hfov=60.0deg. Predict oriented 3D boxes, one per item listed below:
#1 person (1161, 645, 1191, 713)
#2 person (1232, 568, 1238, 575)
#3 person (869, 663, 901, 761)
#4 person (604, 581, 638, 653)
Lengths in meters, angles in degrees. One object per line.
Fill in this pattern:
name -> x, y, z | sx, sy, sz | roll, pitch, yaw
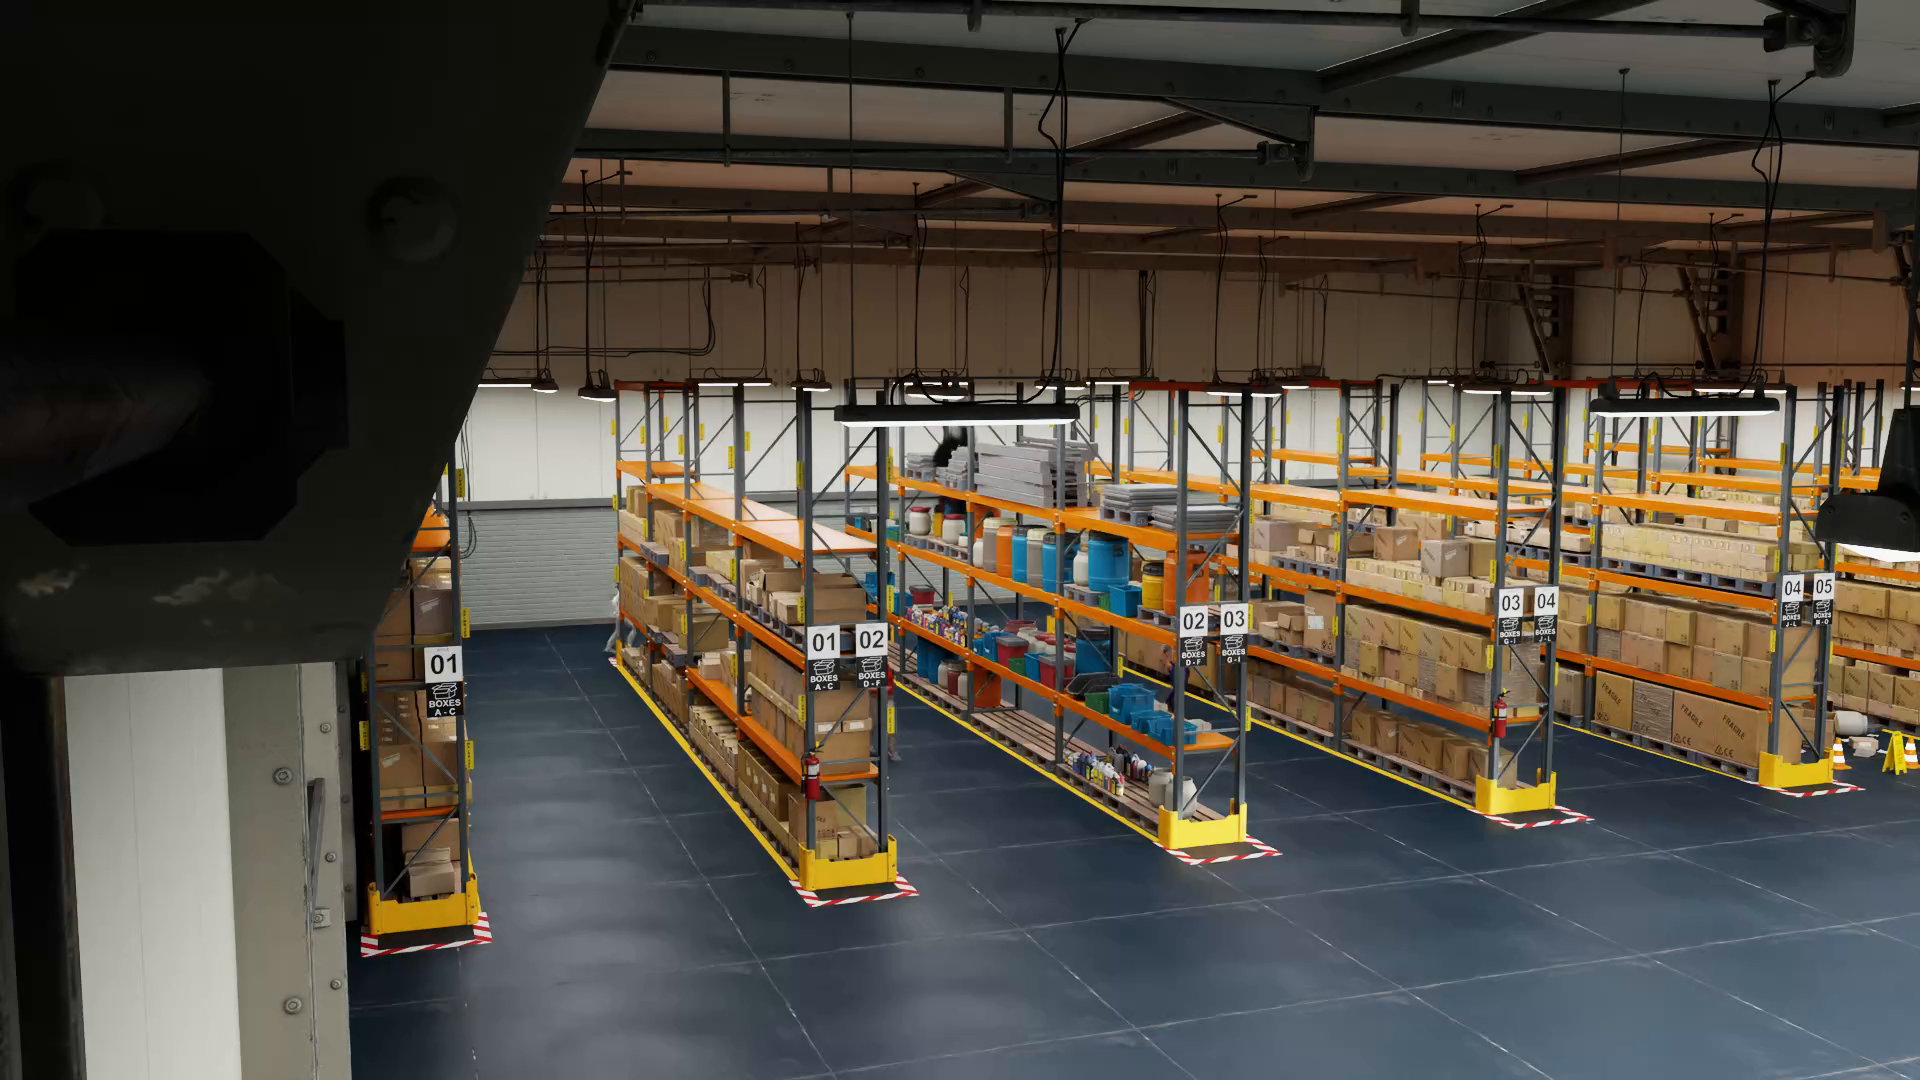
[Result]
person -> 4.001, 2.350, 30.061 | 0.586, 1.613, 0.576 | -2, 6, -19
person -> 6.908, 1.142, 41.362 | 0.943, 1.617, 0.616 | 0, 6, 4
person -> -1.303, 2.649, 26.746 | 0.644, 1.787, 0.826 | -4, 7, -35
person -> -7.377, 1.676, 36.217 | 0.728, 1.716, 0.602 | -2, 7, -22
